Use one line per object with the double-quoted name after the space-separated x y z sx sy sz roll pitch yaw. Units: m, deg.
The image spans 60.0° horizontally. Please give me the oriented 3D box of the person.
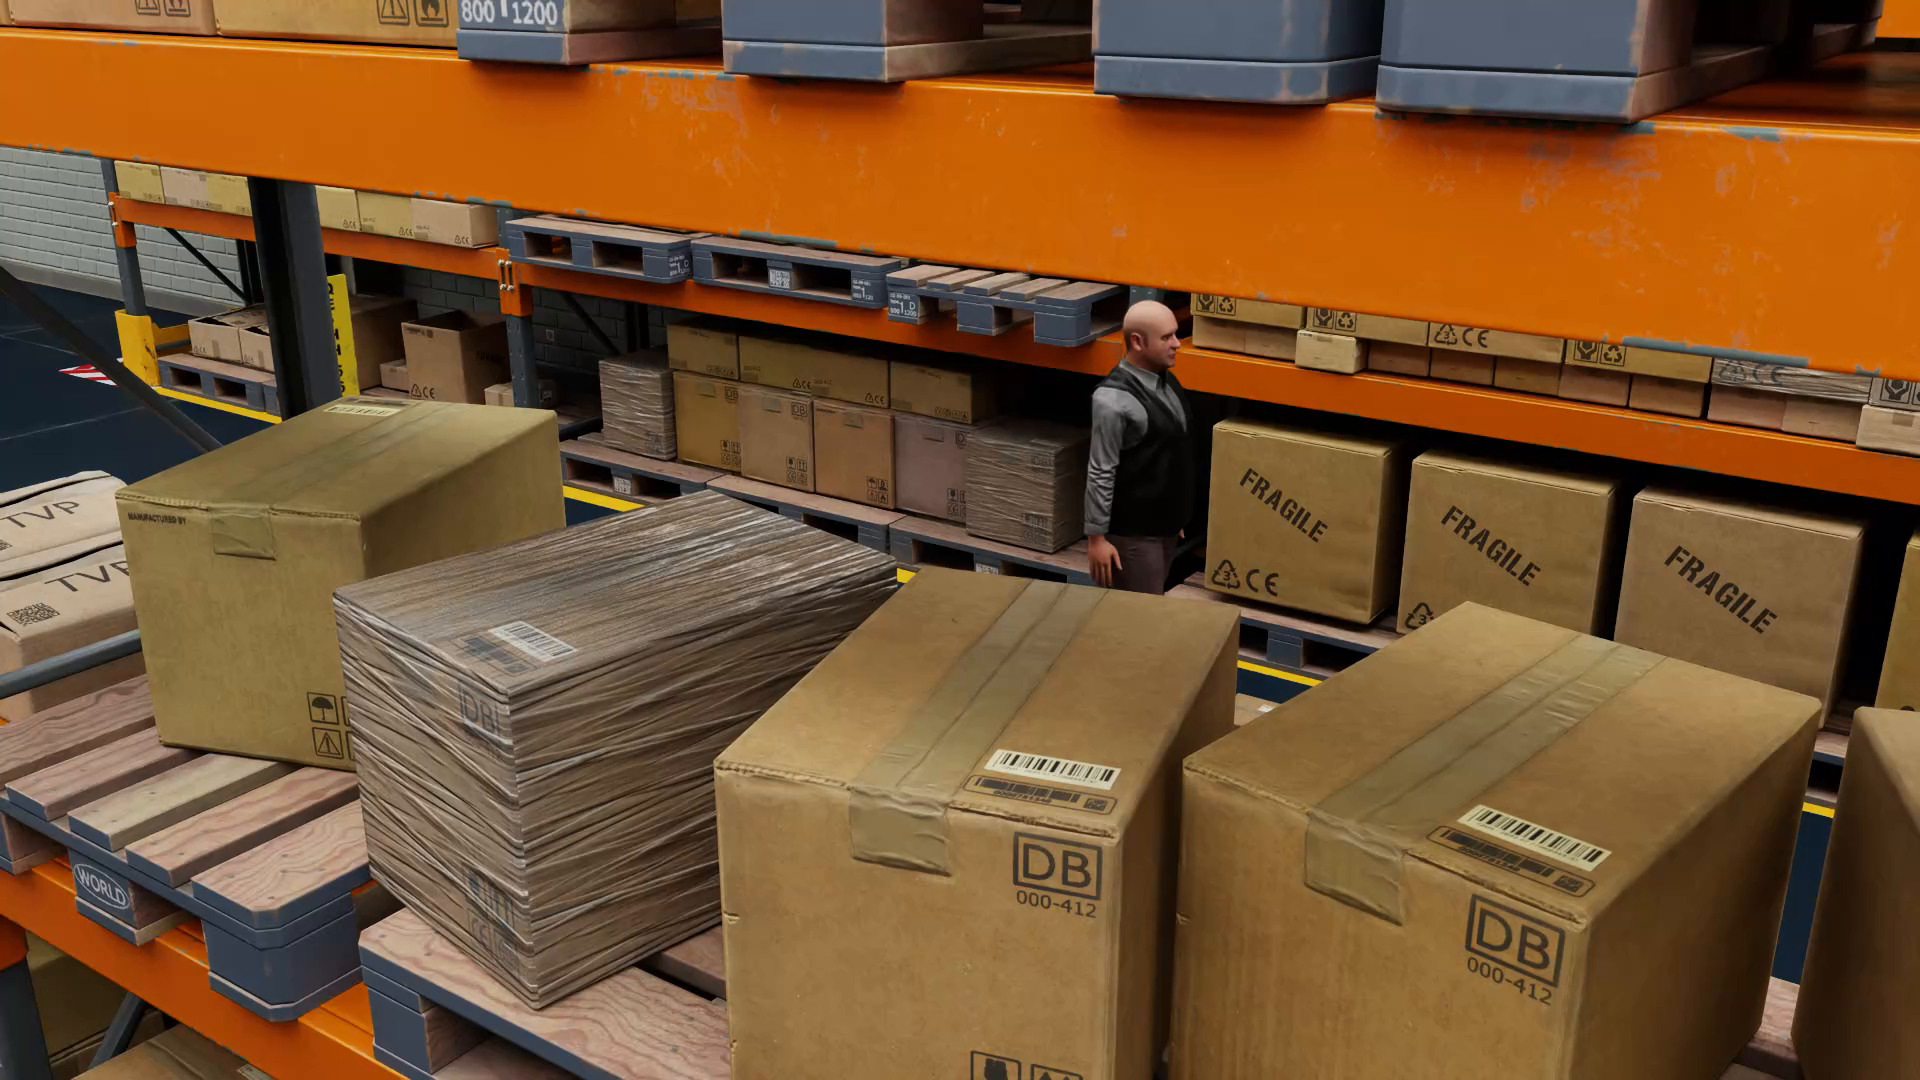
0.648 0.030 6.216 0.418 1.474 0.562 10 22 26 "person"
